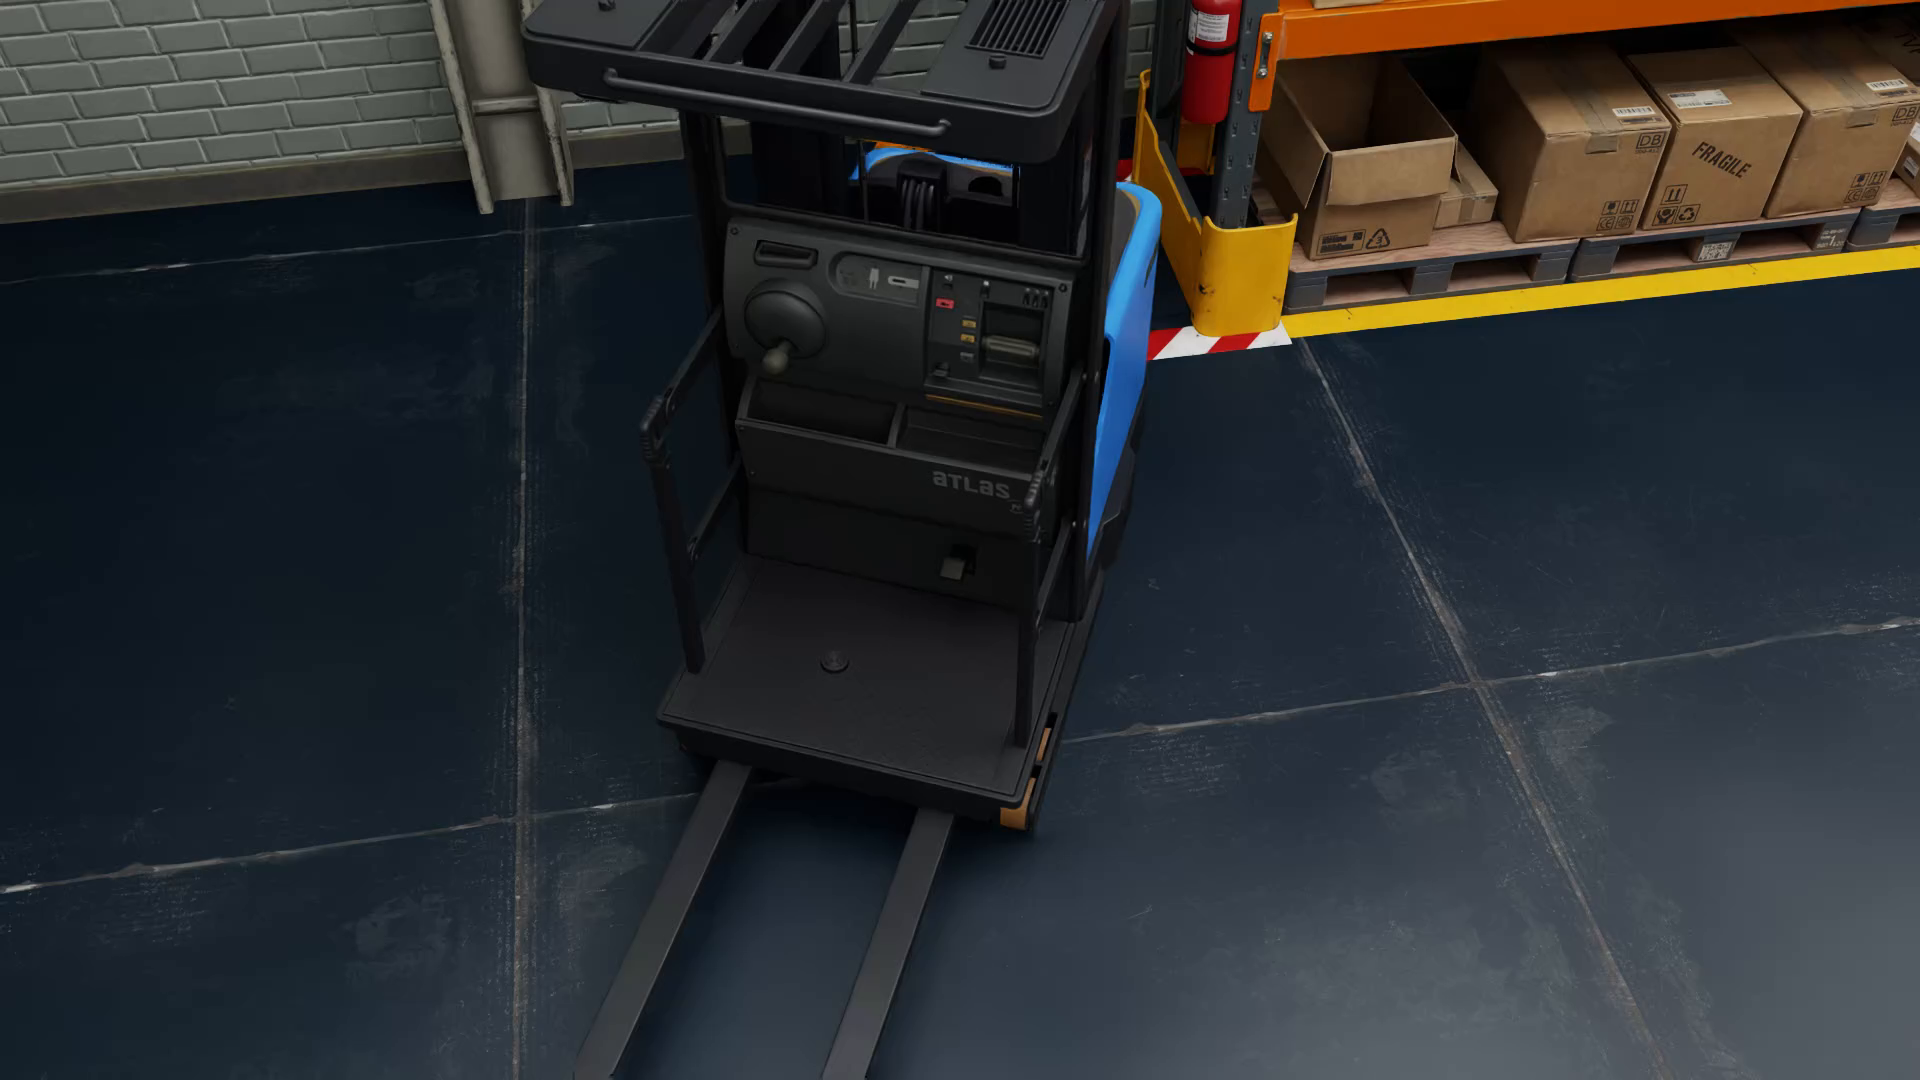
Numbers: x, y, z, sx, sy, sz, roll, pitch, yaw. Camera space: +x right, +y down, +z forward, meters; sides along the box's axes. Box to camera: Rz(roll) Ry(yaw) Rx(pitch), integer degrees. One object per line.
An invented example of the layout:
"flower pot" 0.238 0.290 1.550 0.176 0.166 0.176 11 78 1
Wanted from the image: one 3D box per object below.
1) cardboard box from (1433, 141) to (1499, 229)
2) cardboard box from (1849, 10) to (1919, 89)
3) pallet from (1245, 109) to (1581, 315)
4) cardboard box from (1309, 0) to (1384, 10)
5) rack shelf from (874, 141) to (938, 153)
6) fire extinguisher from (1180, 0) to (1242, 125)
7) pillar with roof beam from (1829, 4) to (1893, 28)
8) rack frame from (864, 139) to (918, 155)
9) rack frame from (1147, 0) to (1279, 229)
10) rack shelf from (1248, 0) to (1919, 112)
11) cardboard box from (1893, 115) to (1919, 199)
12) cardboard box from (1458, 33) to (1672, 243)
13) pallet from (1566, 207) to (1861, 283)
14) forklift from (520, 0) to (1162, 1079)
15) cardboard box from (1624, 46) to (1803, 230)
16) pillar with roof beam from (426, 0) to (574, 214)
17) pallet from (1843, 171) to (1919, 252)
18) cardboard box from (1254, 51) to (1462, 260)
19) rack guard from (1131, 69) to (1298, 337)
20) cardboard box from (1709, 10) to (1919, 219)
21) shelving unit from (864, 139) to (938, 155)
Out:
"cardboard box" 1.976 -1.444 6.746 0.250 0.149 0.380 -9 47 -8
"cardboard box" 4.182 -2.045 7.213 0.500 0.311 0.500 -6 46 -5
"pallet" 1.792 -1.395 6.948 1.213 0.211 1.003 -7 46 -7
"cardboard box" 1.302 -2.013 5.781 0.250 0.149 0.380 -7 47 -7
"rack shelf" -0.210 -1.250 5.846 0.215 0.259 0.240 10 47 9
"fire extinguisher" 0.865 -1.752 5.668 0.183 0.674 0.296 -7 46 -7
"pillar with roof beam" 4.767 -2.327 1.743 0.400 9.000 9.100 -7 46 -7
"rack frame" -0.238 -0.975 5.960 0.200 1.050 0.008 10 47 9
"rack frame" 0.931 -2.255 5.839 0.127 3.000 1.000 -7 46 -7
"rack shelf" 2.902 -2.251 6.335 4.000 0.370 1.077 -7 46 -7
"cardboard box" 4.022 -1.622 6.837 0.258 0.266 0.396 -6 46 -5
"cardboard box" 2.399 -1.618 6.670 0.500 0.500 0.700 -5 46 -5
"pallet" 2.991 -1.542 7.090 1.213 0.211 1.003 -7 46 -7
"forklift" -0.227 -0.483 4.180 1.130 2.935 3.031 12 47 11
"cardboard box" 2.937 -1.612 6.665 0.500 0.500 0.500 -6 46 -6
"pillar with roof beam" -1.145 -1.590 1.033 0.400 9.000 9.100 -7 46 -7
"pallet" 4.196 -1.695 7.236 1.213 0.211 1.003 -7 46 -7
"cardboard box" 1.550 -1.542 6.595 0.637 0.503 0.797 -9 47 -8
"rack guard" 1.006 -1.397 6.749 0.348 0.500 1.175 -7 46 -7
"cardboard box" 3.422 -1.746 6.793 0.500 0.500 0.700 -9 47 -8
"shelving unit" -0.210 -1.060 6.042 0.215 1.050 0.252 10 47 9
